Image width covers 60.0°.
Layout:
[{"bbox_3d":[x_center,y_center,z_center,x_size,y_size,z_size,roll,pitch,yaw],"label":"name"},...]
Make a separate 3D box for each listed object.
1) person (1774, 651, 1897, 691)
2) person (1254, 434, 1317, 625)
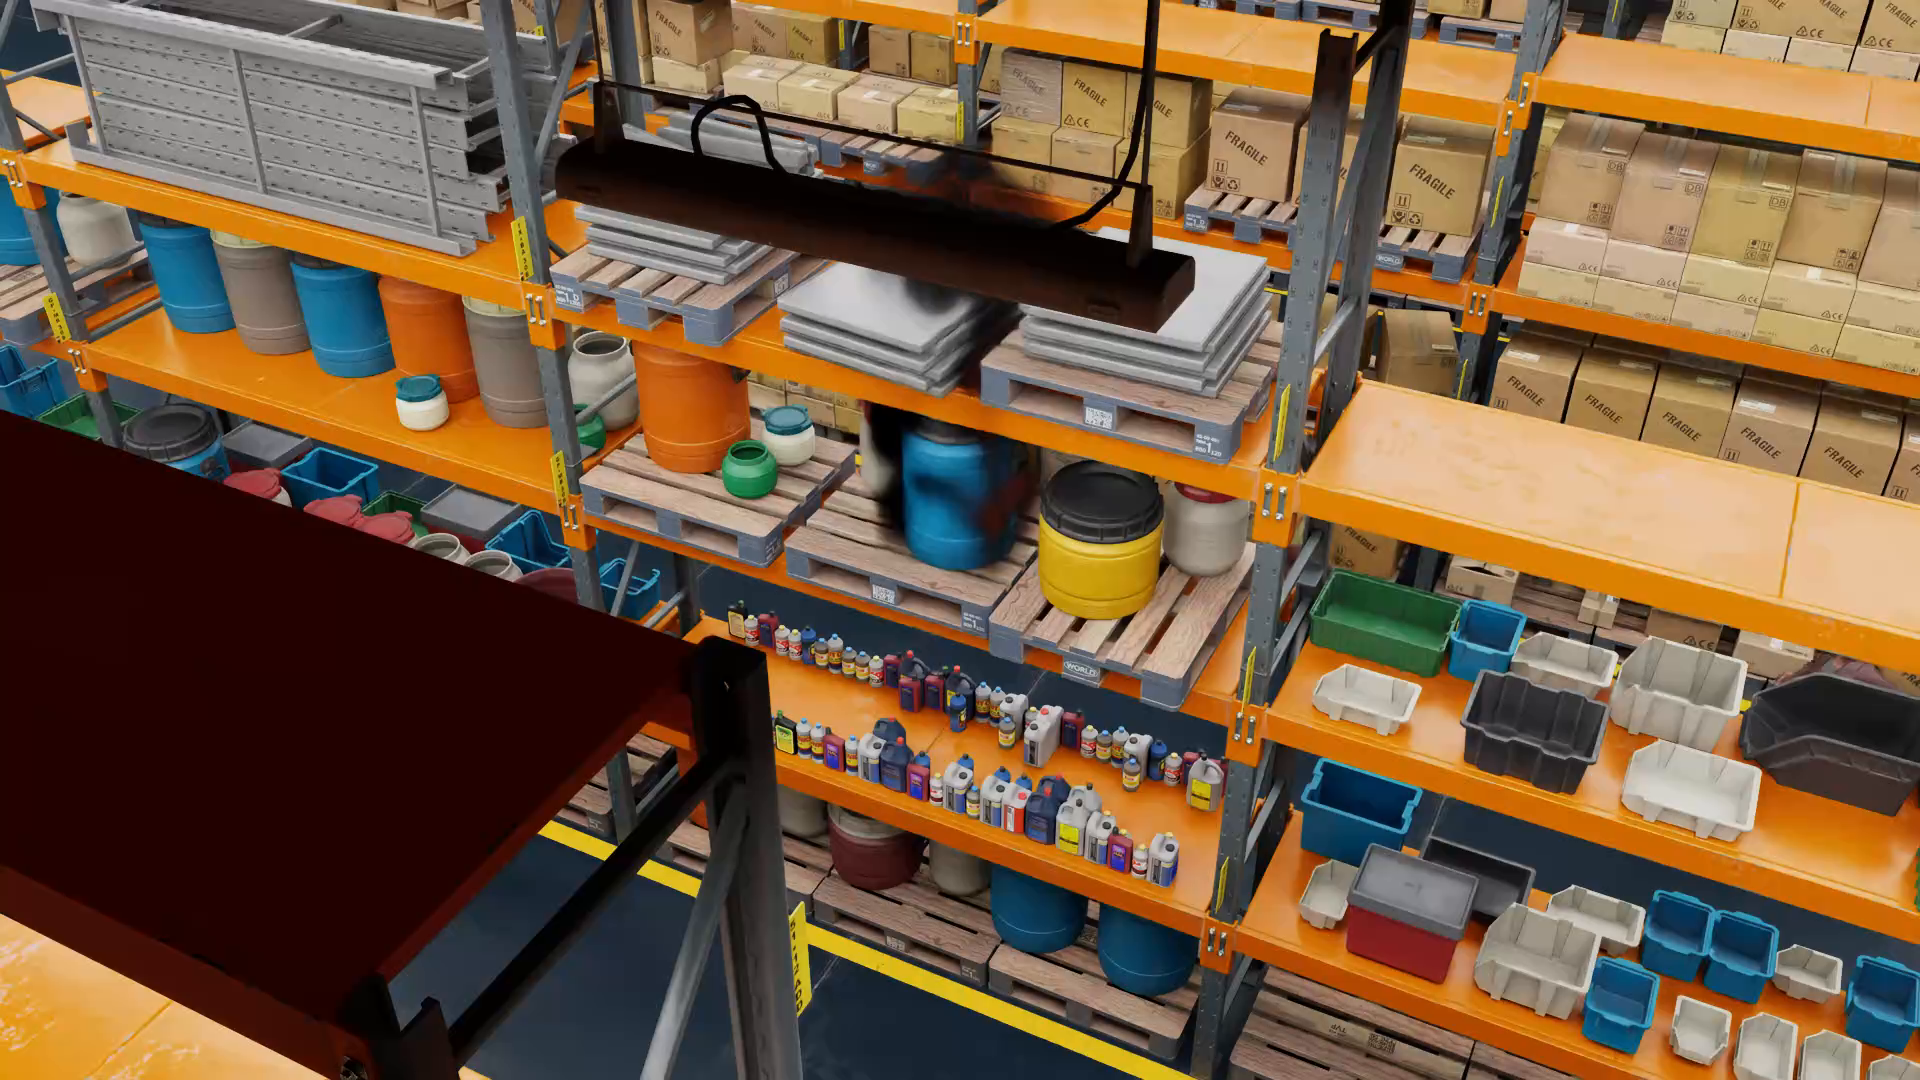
[{"bbox_3d":[5.502,1.251,10.592,0.779,1.837,0.688,5,35,8],"label":"person"},{"bbox_3d":[2.416,-0.023,11.967,0.632,1.695,0.571,12,37,17],"label":"person"}]
